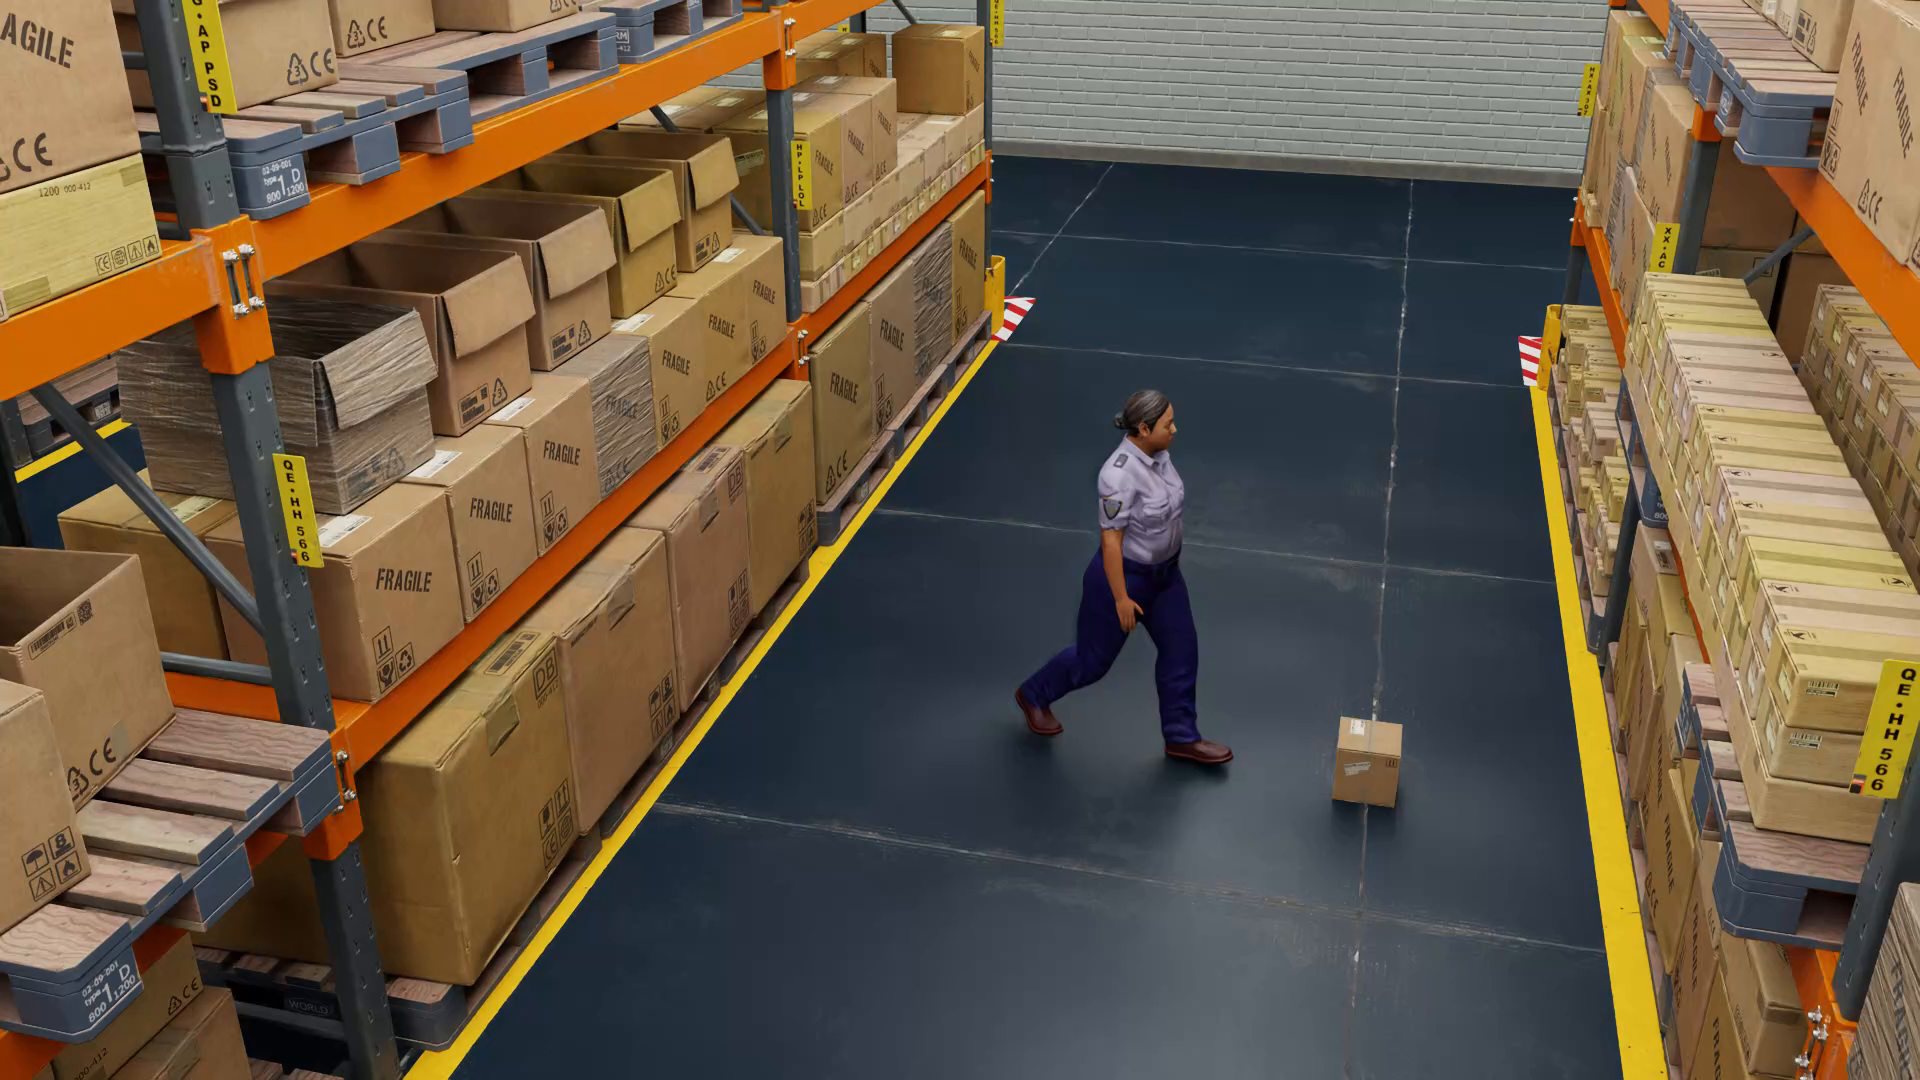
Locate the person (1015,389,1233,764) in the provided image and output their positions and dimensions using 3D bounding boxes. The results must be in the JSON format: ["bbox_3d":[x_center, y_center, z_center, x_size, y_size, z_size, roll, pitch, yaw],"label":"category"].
[{"bbox_3d":[0.694,0.149,6.806,0.934,1.620,0.475,18,31,34],"label":"person"}]
